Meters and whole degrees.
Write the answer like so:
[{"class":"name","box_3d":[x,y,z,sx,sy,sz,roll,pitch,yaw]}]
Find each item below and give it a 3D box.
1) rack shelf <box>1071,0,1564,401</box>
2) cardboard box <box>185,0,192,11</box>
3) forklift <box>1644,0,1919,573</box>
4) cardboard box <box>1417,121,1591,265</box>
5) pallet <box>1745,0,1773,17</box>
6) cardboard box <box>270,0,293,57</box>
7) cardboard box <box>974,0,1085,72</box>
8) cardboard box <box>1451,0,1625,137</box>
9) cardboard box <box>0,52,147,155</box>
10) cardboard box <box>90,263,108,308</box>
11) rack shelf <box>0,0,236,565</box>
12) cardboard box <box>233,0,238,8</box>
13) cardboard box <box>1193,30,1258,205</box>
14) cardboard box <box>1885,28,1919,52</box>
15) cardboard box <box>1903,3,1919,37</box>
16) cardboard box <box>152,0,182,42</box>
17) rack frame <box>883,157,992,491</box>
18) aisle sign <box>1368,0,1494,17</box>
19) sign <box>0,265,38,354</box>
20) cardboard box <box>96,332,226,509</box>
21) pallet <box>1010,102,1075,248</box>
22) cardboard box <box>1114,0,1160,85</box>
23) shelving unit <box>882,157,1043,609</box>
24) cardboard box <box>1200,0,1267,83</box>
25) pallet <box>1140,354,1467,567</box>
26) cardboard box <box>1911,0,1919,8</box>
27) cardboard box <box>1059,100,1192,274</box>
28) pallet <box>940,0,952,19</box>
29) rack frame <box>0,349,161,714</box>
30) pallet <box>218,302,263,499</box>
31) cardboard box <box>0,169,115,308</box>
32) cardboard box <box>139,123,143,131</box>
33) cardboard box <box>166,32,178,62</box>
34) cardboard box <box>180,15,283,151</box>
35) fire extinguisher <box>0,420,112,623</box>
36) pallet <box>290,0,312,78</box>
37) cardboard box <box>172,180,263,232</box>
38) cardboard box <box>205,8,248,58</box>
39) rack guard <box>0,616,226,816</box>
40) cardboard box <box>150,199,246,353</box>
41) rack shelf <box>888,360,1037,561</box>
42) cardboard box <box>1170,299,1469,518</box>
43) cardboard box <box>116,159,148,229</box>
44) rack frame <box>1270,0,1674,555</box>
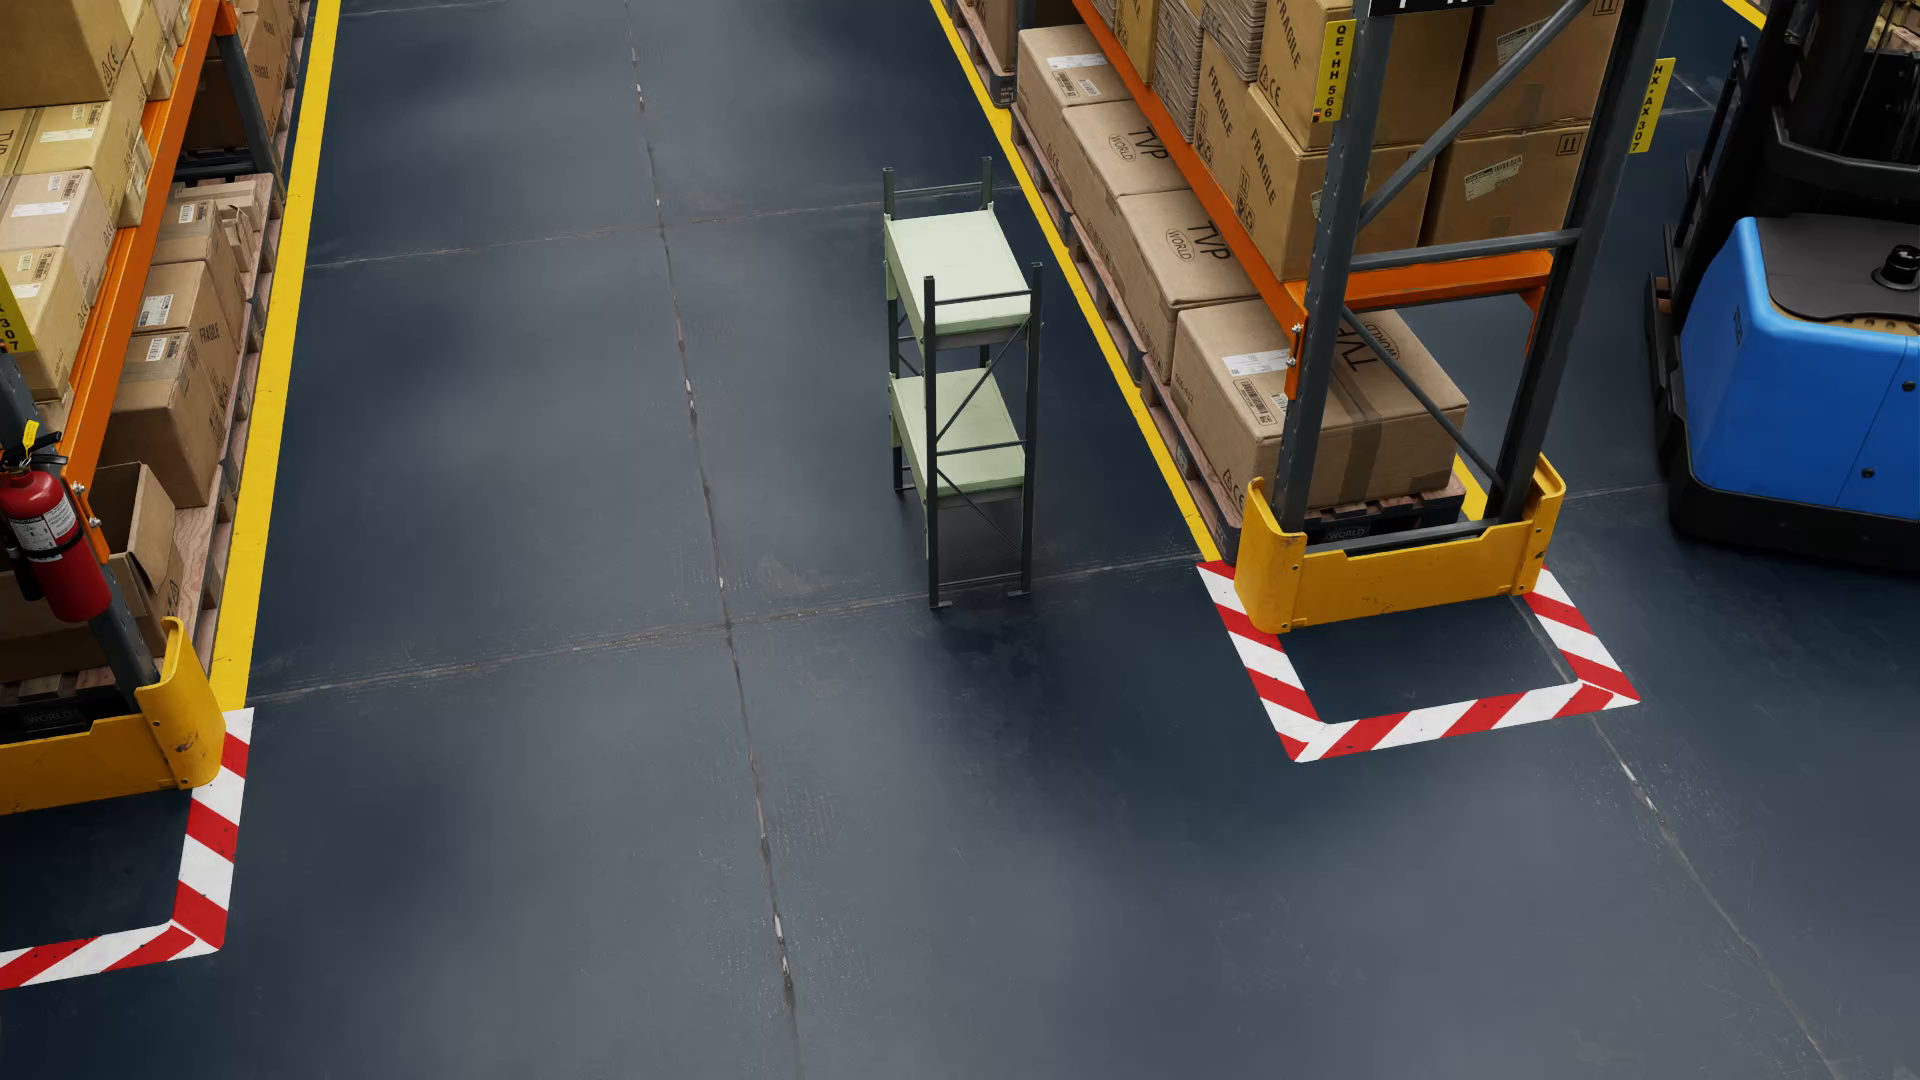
[{"class":"rack shelf","box_3d":[1.236,-1.991,7.276,1.077,0.370,4.000,-8,42,-9]},{"class":"cardboard box","box_3d":[-3.649,-2.413,7.398,0.380,0.149,0.250,-7,42,-8]},{"class":"forklift","box_3d":[3.760,-1.952,6.741,1.130,2.935,3.031,10,43,11]},{"class":"cardboard box","box_3d":[1.844,-1.353,5.940,0.500,0.500,0.500,-9,42,-10]},{"class":"pallet","box_3d":[5.446,-3.793,10.864,1.003,0.211,1.213,-8,42,-9]},{"class":"cardboard box","box_3d":[-4.154,-3.079,9.526,0.500,0.500,0.500,-10,42,-11]},{"class":"cardboard box","box_3d":[0.592,-3.310,9.503,0.875,0.875,0.875,-7,42,-8]},{"class":"cardboard box","box_3d":[1.842,-1.727,5.608,0.500,0.500,0.500,-9,42,-10]},{"class":"cardboard box","box_3d":[-3.366,-1.621,6.206,0.500,0.250,0.500,-9,42,-10]},{"class":"cardboard box","box_3d":[-3.167,-0.905,5.699,0.380,0.149,0.250,-7,42,-8]},{"class":"rack shelf","box_3d":[-3.610,-1.278,6.472,1.077,0.370,4.000,-8,42,-9]},{"class":"cardboard box","box_3d":[-4.061,-2.912,8.849,0.380,0.149,0.250,-10,43,-12]},{"class":"cardboard box","box_3d":[1.211,-1.603,6.222,0.500,0.500,0.500,-9,42,-10]},{"class":"cardboard box","box_3d":[5.542,-2.814,9.492,0.380,0.149,0.250,-9,42,-9]},{"class":"cardboard box","box_3d":[5.611,-2.949,9.420,0.380,0.149,0.250,-9,42,-10]},{"class":"cardboard box","box_3d":[-3.571,-2.280,6.948,0.500,0.250,0.500,-8,42,-9]},{"class":"rack frame","box_3d":[-0.080,-0.802,6.524,0.400,1.500,0.023,-8,42,-9]},{"class":"aisle sign","box_3d":[1.380,-1.845,4.611,0.394,0.787,0.004,-8,42,-9]},{"class":"sign","box_3d":[-2.649,-0.652,4.573,0.100,0.325,0.005,-8,42,-9]},{"class":"cardboard box","box_3d":[-3.364,-0.442,6.555,0.700,0.500,0.500,-7,42,-8]},{"class":"pallet","box_3d":[0.892,-2.010,8.855,1.003,0.211,1.213,-8,42,-9]},{"class":"cardboard box","box_3d":[0.967,-2.268,6.971,0.500,0.500,0.500,-7,42,-8]},{"class":"shelving unit","box_3d":[-0.001,-0.565,6.257,0.431,1.500,0.755,-8,42,-9]},{"class":"cardboard box","box_3d":[1.189,-1.988,5.902,0.500,0.500,0.500,-8,42,-9]},{"class":"pallet","box_3d":[1.418,-0.428,7.073,1.003,0.211,1.213,-8,42,-9]},{"class":"cardboard box","box_3d":[5.592,-3.048,9.307,0.380,0.149,0.250,-9,42,-10]},{"class":"cardboard box","box_3d":[1.029,-1.753,8.079,0.875,0.438,0.875,-10,42,-11]},{"class":"pallet","box_3d":[0.297,-3.796,10.867,1.003,0.211,1.213,-8,42,-9]},{"class":"rack frame","box_3d":[-3.178,-0.250,4.772,1.000,3.000,0.127,-8,42,-9]},{"class":"pallet","box_3d":[-3.628,-0.562,7.225,1.003,0.211,1.213,-8,42,-9]},{"class":"cardboard box","box_3d":[-3.122,-0.965,5.466,0.500,0.250,0.500,-8,42,-9]},{"class":"cardboard box","box_3d":[-3.411,-1.576,6.455,0.380,0.149,0.250,-8,42,-9]},{"class":"cardboard box","box_3d":[-3.539,-2.074,7.016,0.380,0.149,0.250,-7,42,-8]},{"class":"cardboard box","box_3d":[-3.926,-2.411,8.773,0.500,0.500,0.500,-7,42,-7]},{"class":"fire extinguisher","box_3d":[-2.695,-0.053,4.889,0.296,0.674,0.183,-8,42,-9]},{"class":"pallet","box_3d":[-4.521,-3.114,10.099,1.003,0.211,1.213,-8,42,-9]},{"class":"cardboard box","box_3d":[-3.635,-1.615,8.141,0.380,0.149,0.250,-10,42,-11]},{"class":"cardboard box","box_3d":[-3.859,-2.578,8.473,0.380,0.149,0.250,-6,42,-7]},{"class":"rack guard","box_3d":[-3.195,0.635,5.658,1.175,0.500,0.348,-8,42,-9]},{"class":"cardboard box","box_3d":[-3.588,-1.115,7.313,0.700,0.500,0.500,-10,43,-11]},{"class":"rack shelf","box_3d":[-0.001,-0.321,6.473,0.431,0.370,0.720,-8,42,-9]},{"class":"cardboard box","box_3d":[1.427,-0.576,6.753,0.875,0.438,0.875,-10,43,-11]},{"class":"cardboard box","box_3d":[-3.211,-1.251,6.089,0.380,0.149,0.250,-9,42,-11]},{"class":"rack frame","box_3d":[1.667,-0.964,5.576,1.000,3.000,0.127,-8,42,-9]}]
